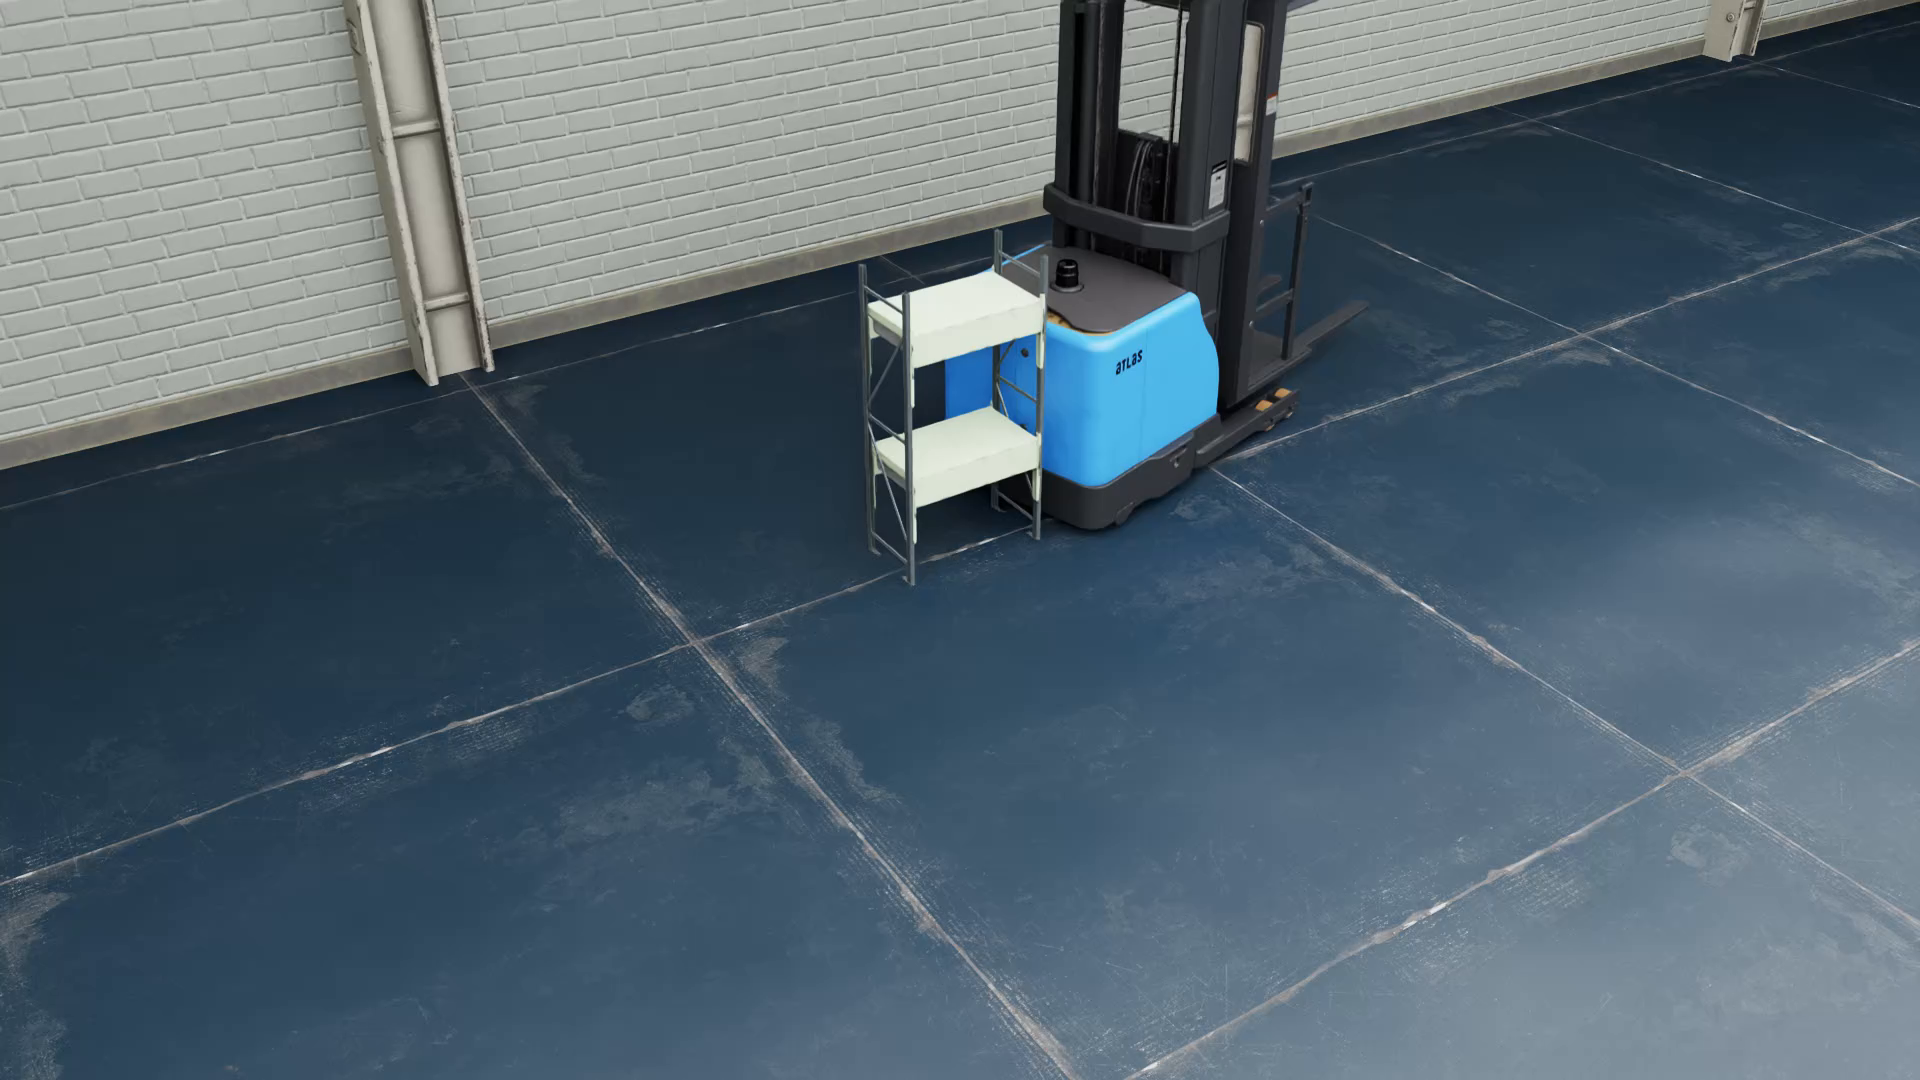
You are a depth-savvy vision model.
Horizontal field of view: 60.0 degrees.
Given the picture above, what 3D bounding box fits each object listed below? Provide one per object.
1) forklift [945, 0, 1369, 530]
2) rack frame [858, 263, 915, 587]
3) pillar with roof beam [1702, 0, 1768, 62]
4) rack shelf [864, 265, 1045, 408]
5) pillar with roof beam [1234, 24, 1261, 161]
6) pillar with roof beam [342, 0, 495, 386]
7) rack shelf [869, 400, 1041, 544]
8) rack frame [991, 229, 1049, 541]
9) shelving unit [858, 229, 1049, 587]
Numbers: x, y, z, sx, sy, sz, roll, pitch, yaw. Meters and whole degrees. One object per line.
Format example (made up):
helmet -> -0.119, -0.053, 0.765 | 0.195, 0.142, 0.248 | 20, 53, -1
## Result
forklift -> 1.252, -2.000, 8.674 | 1.130, 2.935, 3.031 | 25, 40, 34
rack frame -> -0.333, -0.504, 7.643 | 0.023, 1.500, 0.400 | -19, 37, -28
pillar with roof beam -> 9.418, -6.364, 9.904 | 0.400, 9.000, 9.100 | -19, 37, -27
rack shelf -> -0.027, -0.942, 7.605 | 0.720, 0.370, 0.431 | -19, 37, -28
pillar with roof beam -> 4.375, -4.629, 7.154 | 0.400, 9.000, 9.100 | -19, 37, -27
pillar with roof beam -> -0.669, -2.895, 4.405 | 0.400, 9.000, 9.100 | -19, 37, -27
rack shelf -> -0.027, -0.336, 7.987 | 0.720, 0.370, 0.431 | -19, 37, -28
rack frame -> 0.278, -0.719, 7.984 | 0.023, 1.500, 0.400 | -19, 37, -28
shelving unit -> -0.027, -0.611, 7.814 | 0.755, 1.500, 0.431 | -19, 37, -28
